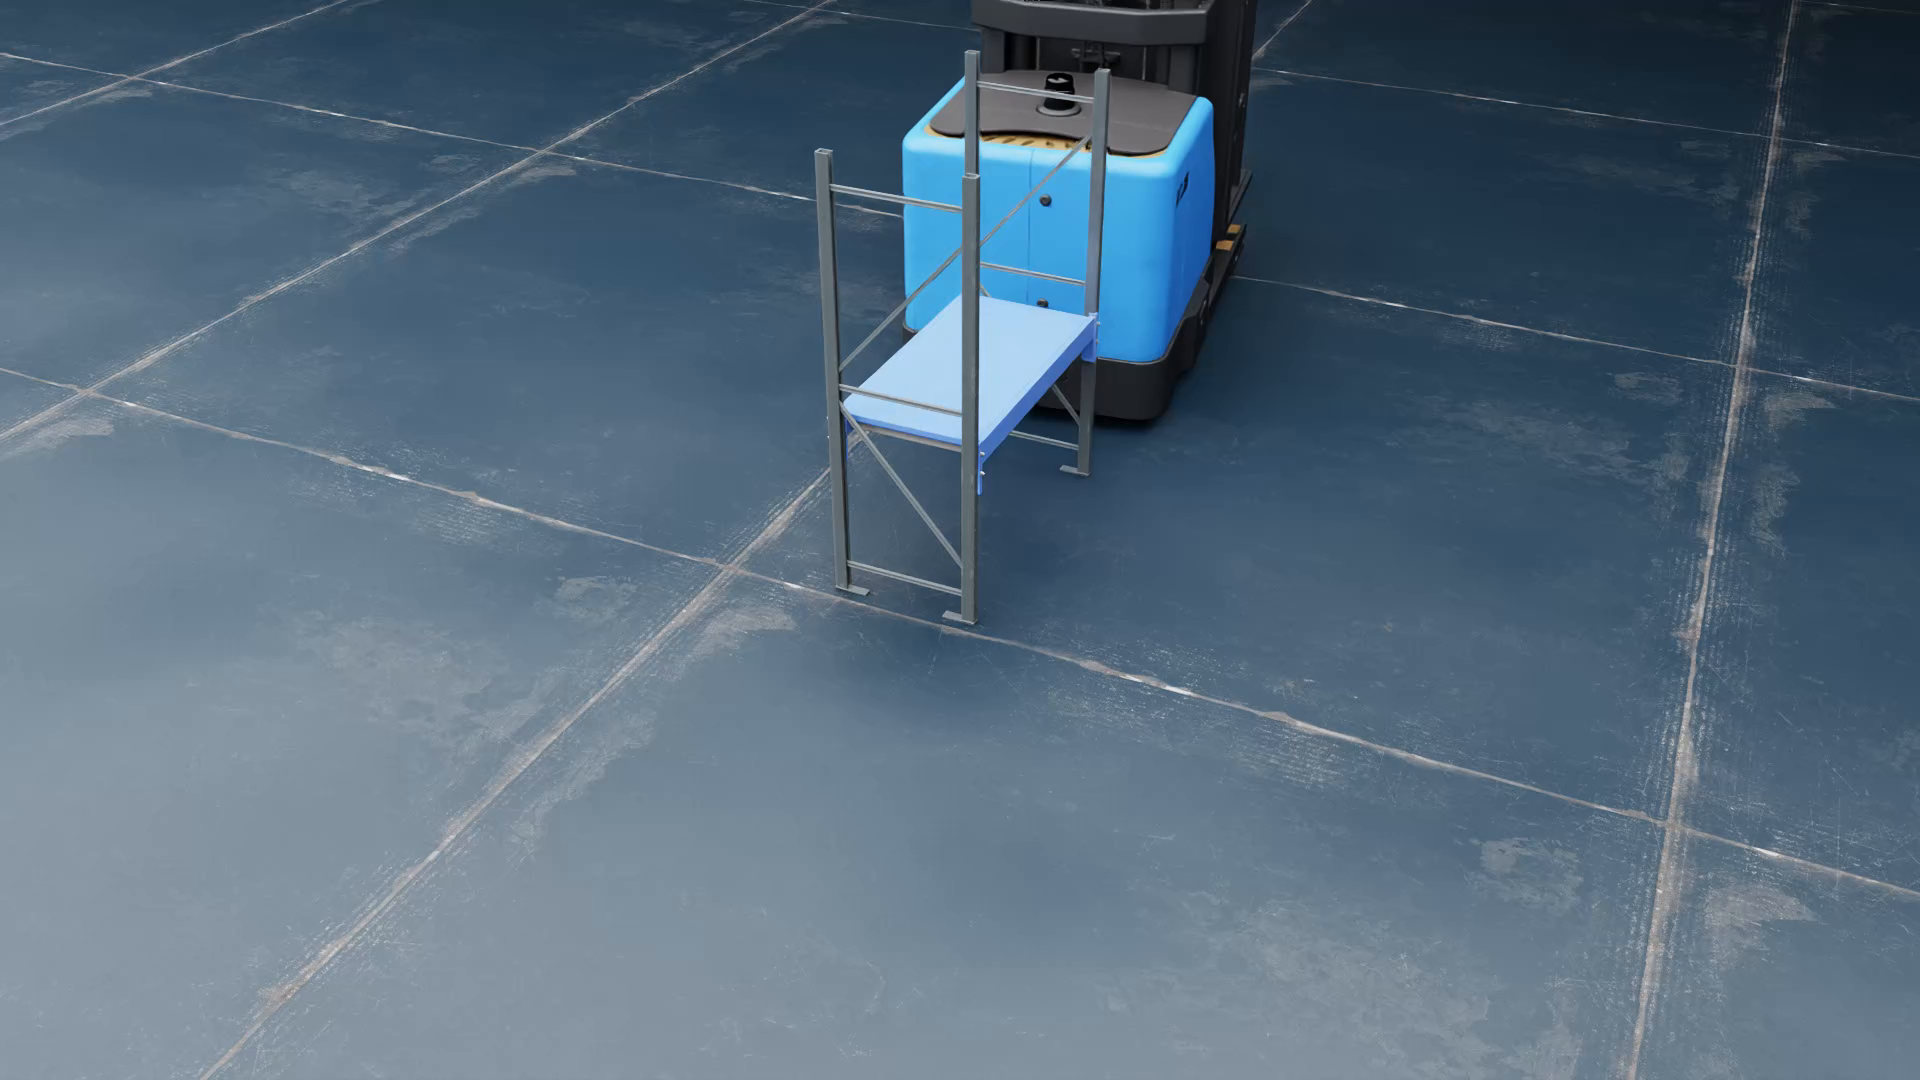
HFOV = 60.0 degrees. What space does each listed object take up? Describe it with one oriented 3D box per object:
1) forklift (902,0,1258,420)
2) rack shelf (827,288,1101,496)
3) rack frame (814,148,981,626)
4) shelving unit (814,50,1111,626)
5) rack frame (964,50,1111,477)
[{"bbox_3d":[0.700,-2.483,6.864,1.130,2.935,3.031,10,34,14],"label":"forklift"},{"bbox_3d":[0.036,-0.519,5.502,0.538,0.185,1.000,14,36,20],"label":"rack shelf"},{"bbox_3d":[-0.177,-0.417,5.017,0.500,1.500,0.032,14,36,20],"label":"rack frame"},{"bbox_3d":[0.036,-0.670,5.404,0.538,1.500,1.048,14,36,20],"label":"shelving unit"},{"bbox_3d":[0.248,-0.923,5.790,0.500,1.500,0.032,14,36,20],"label":"rack frame"}]
